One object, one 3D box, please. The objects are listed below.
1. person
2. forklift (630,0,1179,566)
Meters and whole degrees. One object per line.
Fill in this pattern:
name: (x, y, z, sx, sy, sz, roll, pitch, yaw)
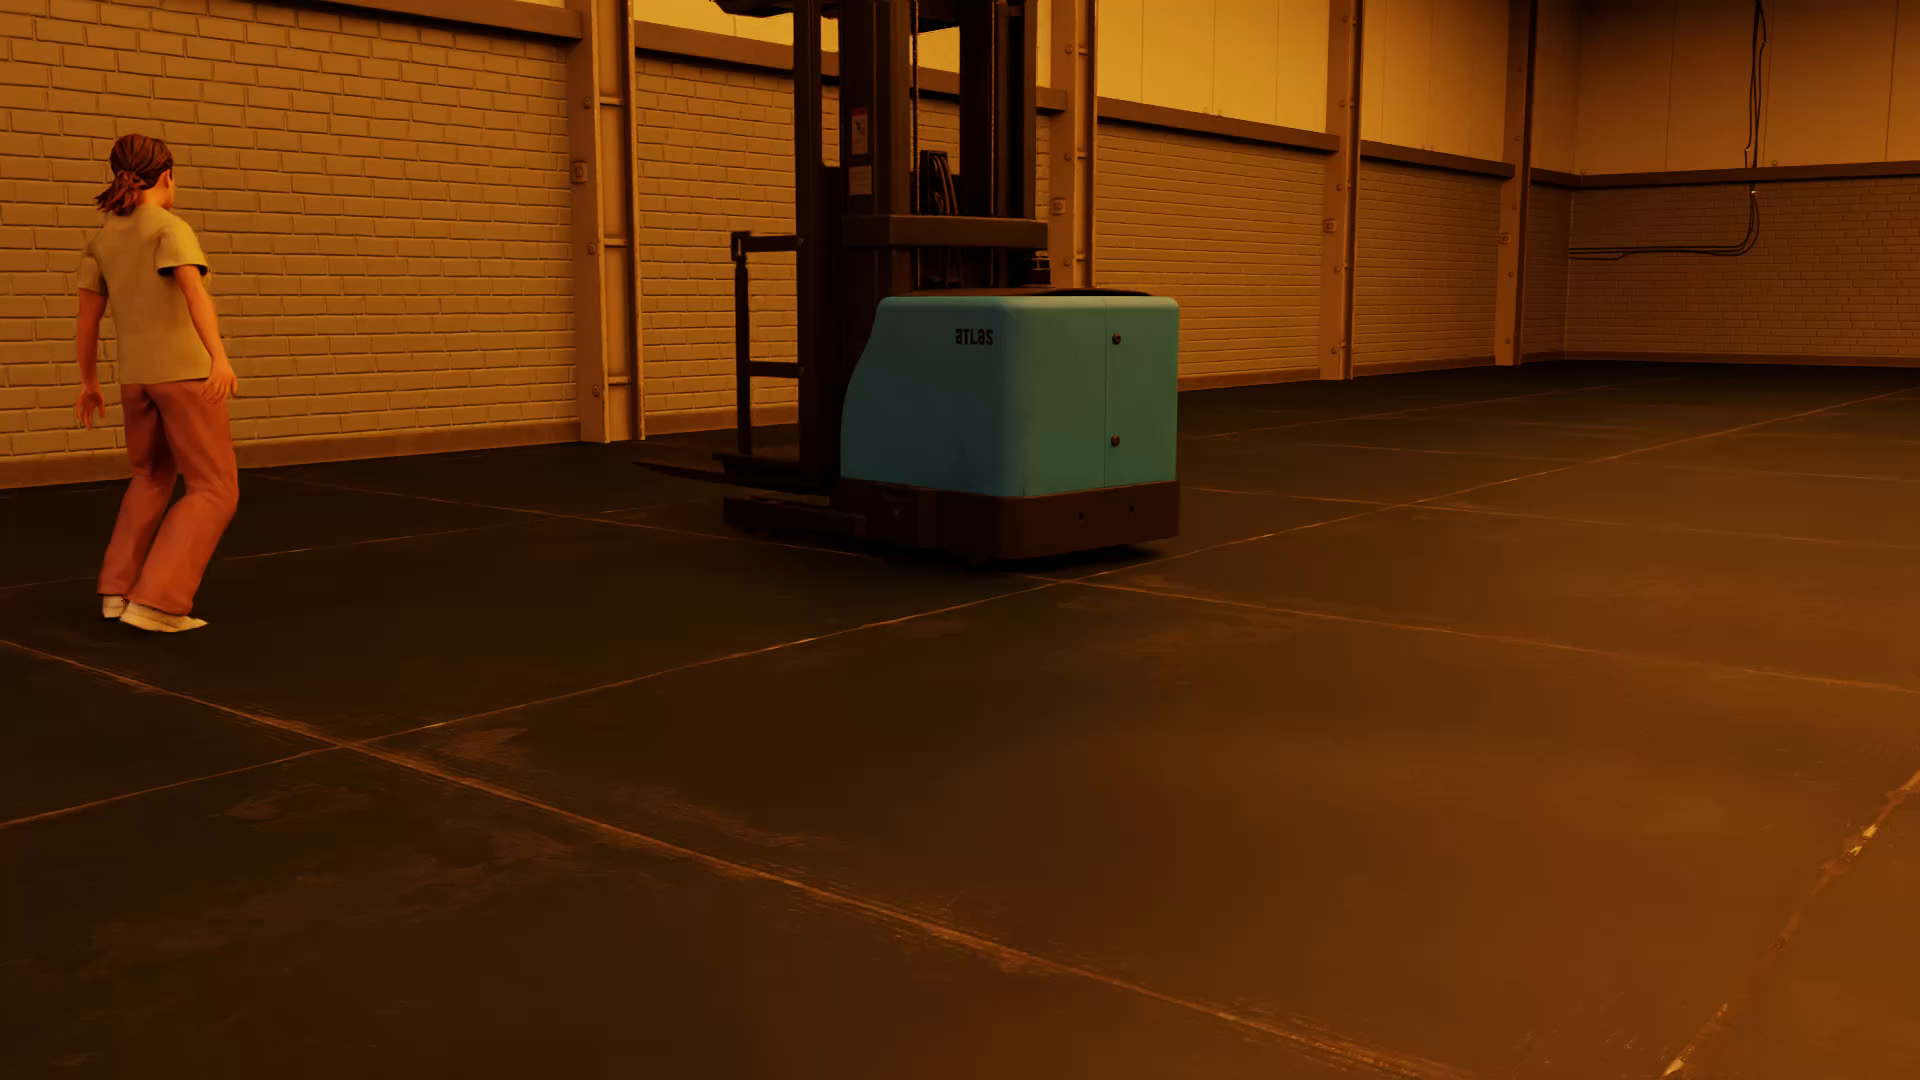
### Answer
person: (-2.642, -0.497, 5.430, 0.814, 1.635, 0.487, 5, 9, 29)
forklift: (-0.444, -1.510, 7.600, 1.130, 2.935, 3.031, -8, 11, -42)
